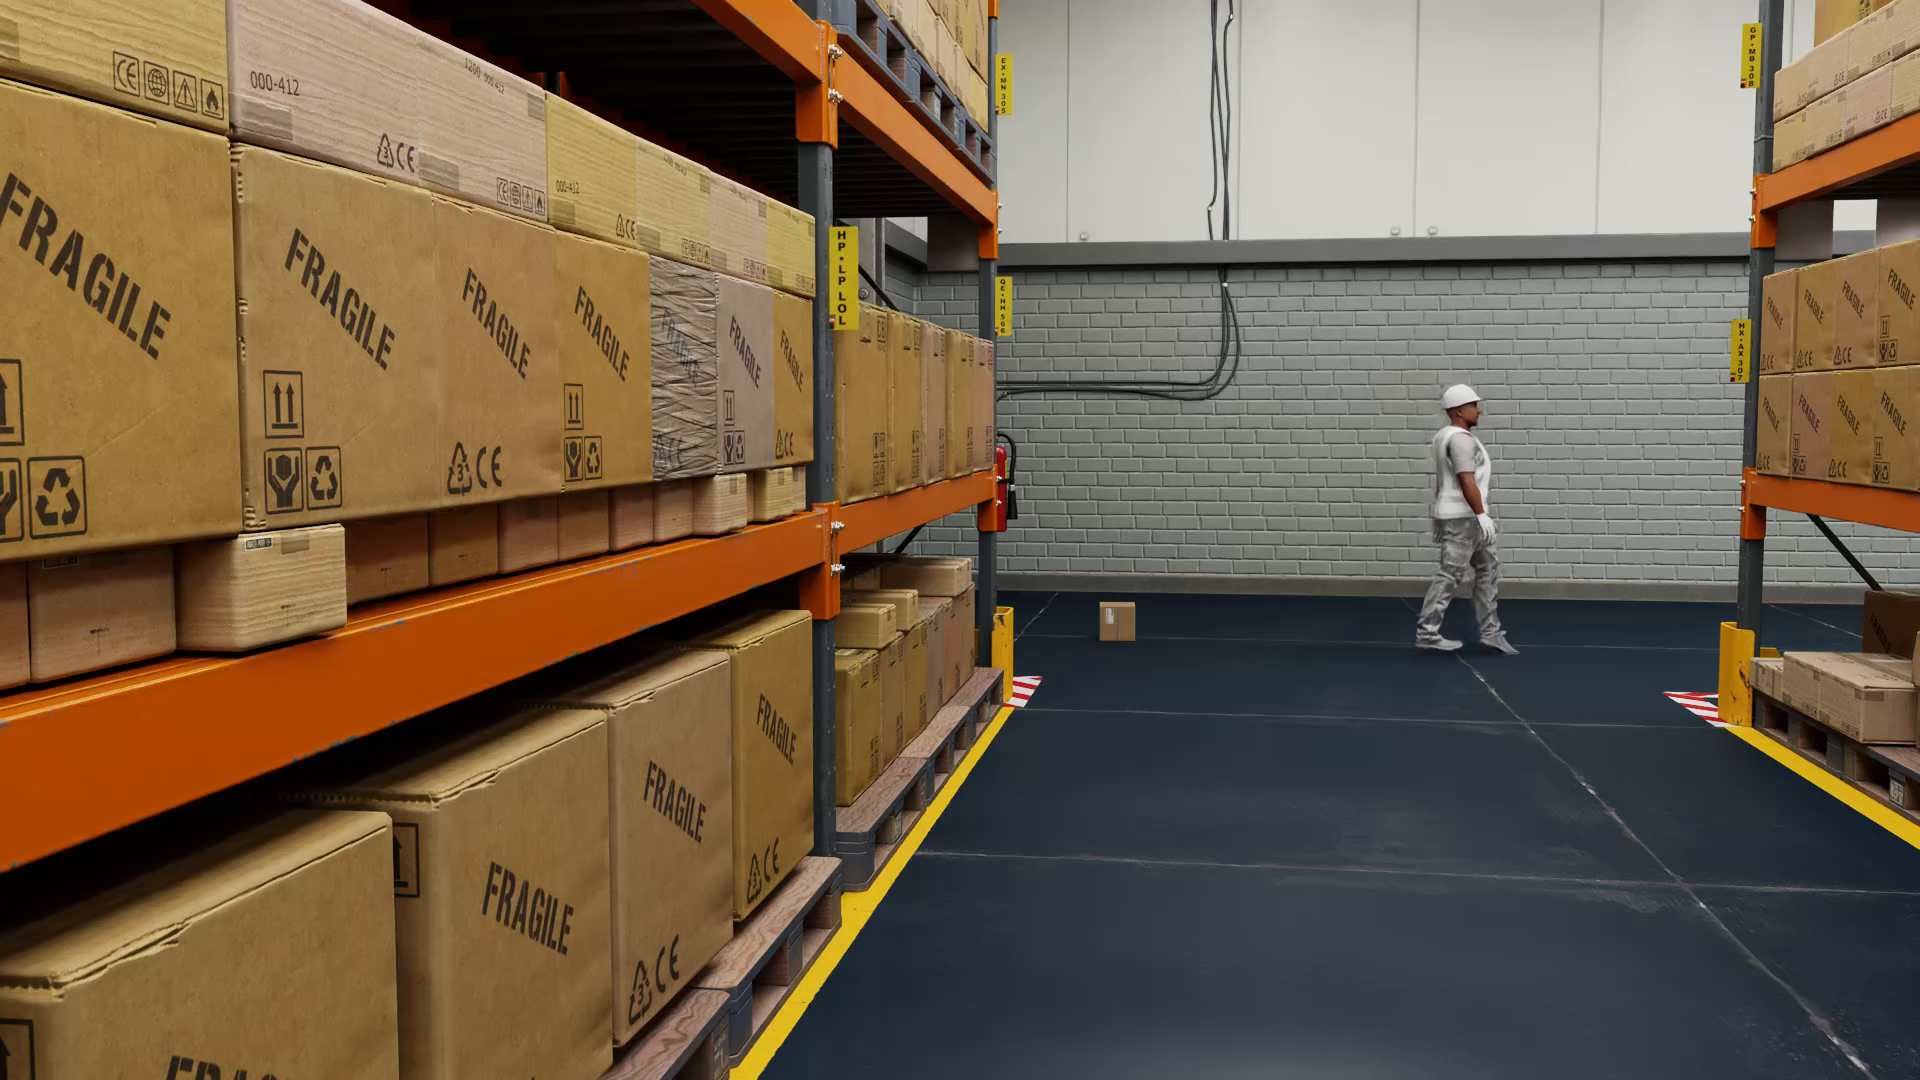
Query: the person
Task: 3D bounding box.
[{"bbox_3d":[3.391,-0.109,11.013,0.706,1.830,0.601,1,4,10],"label":"person"}]
